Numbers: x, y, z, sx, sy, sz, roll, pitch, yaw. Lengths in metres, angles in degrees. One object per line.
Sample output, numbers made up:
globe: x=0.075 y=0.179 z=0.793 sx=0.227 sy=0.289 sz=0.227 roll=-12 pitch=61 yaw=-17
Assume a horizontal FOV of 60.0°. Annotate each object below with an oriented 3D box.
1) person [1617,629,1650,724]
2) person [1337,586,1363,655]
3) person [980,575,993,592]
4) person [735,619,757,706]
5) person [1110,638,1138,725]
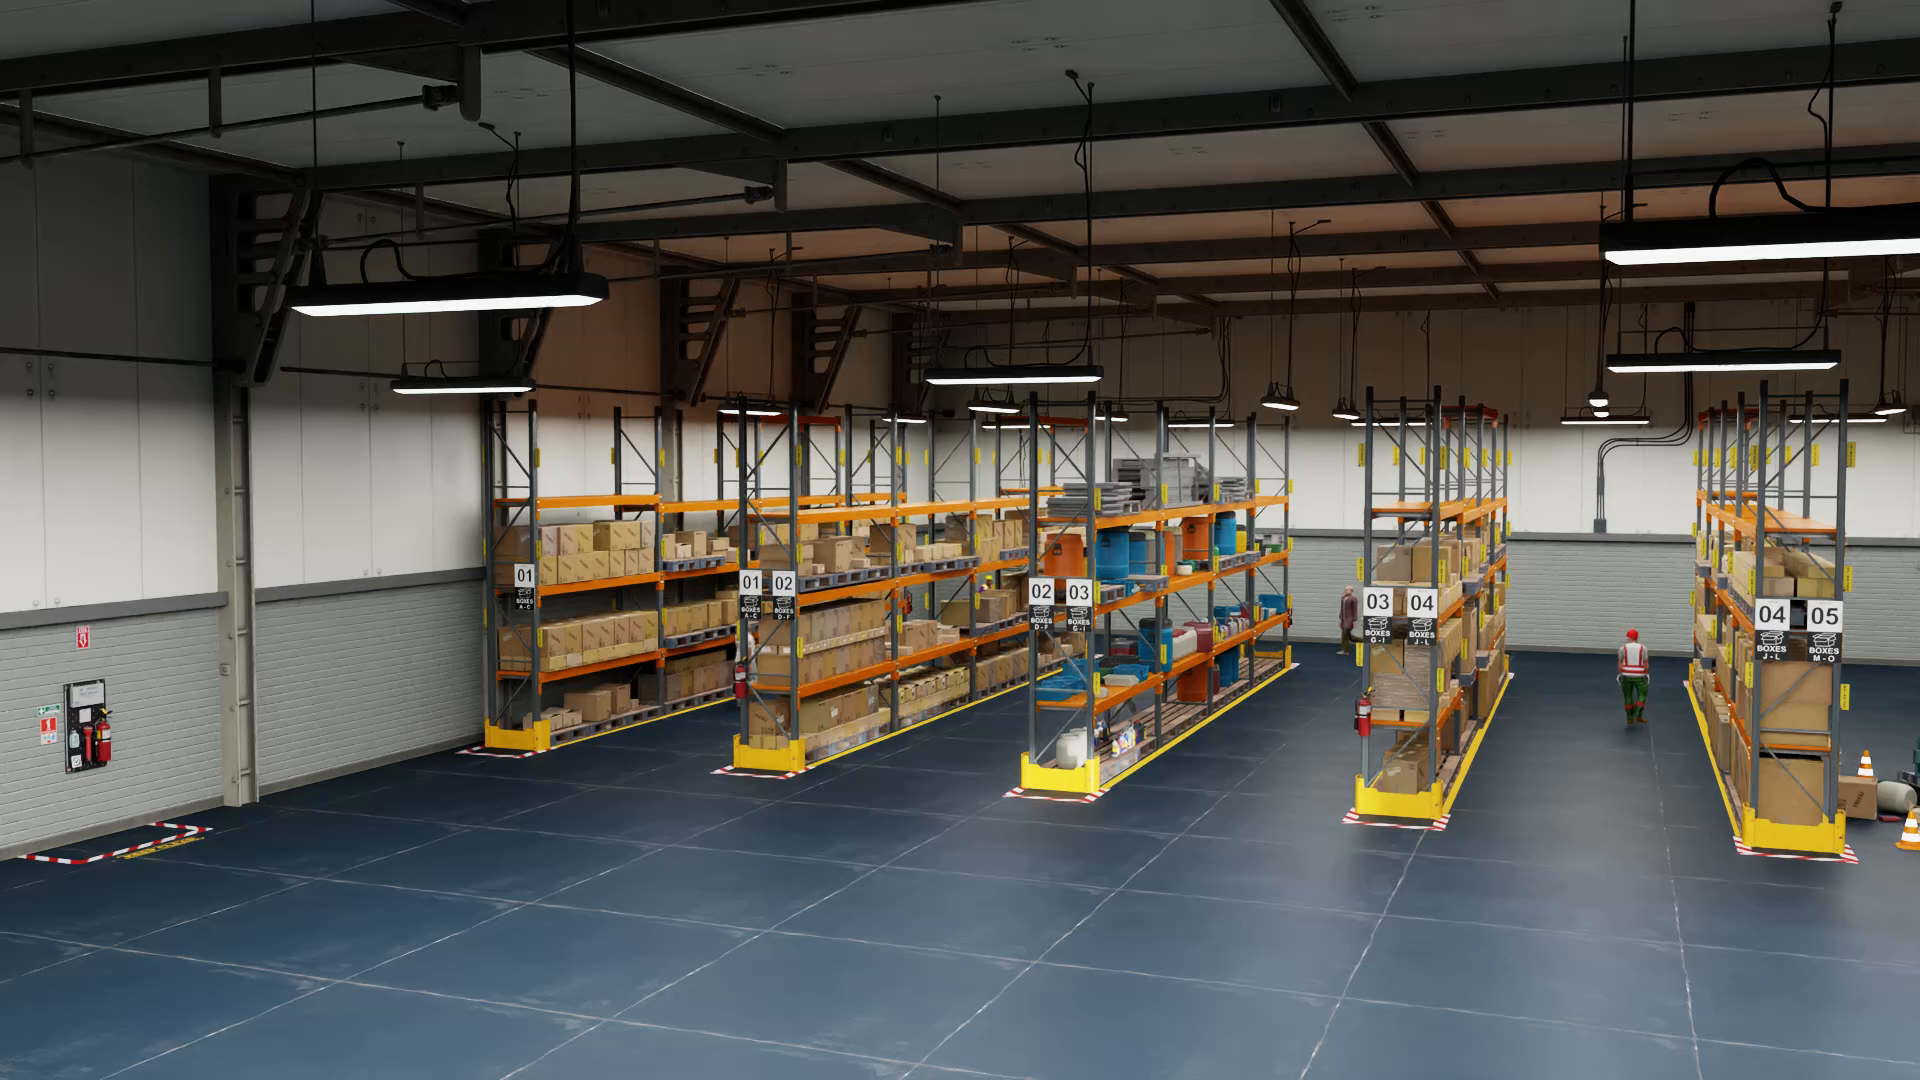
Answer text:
person: x=12.682 y=2.571 z=31.315 sx=0.573 sy=1.787 sz=0.551 roll=1 pitch=3 yaw=21
person: x=9.904 y=2.028 z=42.202 sx=0.872 sy=1.753 sz=0.590 roll=-1 pitch=3 yaw=-19
person: x=0.785 y=1.834 z=46.984 sx=1.098 sy=1.715 sz=0.543 roll=3 pitch=4 yaw=42
person: x=-4.316 y=2.459 z=33.492 sx=0.588 sy=1.762 sz=0.491 roll=2 pitch=4 yaw=37
person: x=2.981 y=2.634 z=31.014 sx=0.992 sy=1.624 sz=0.505 roll=-2 pitch=3 yaw=-31
